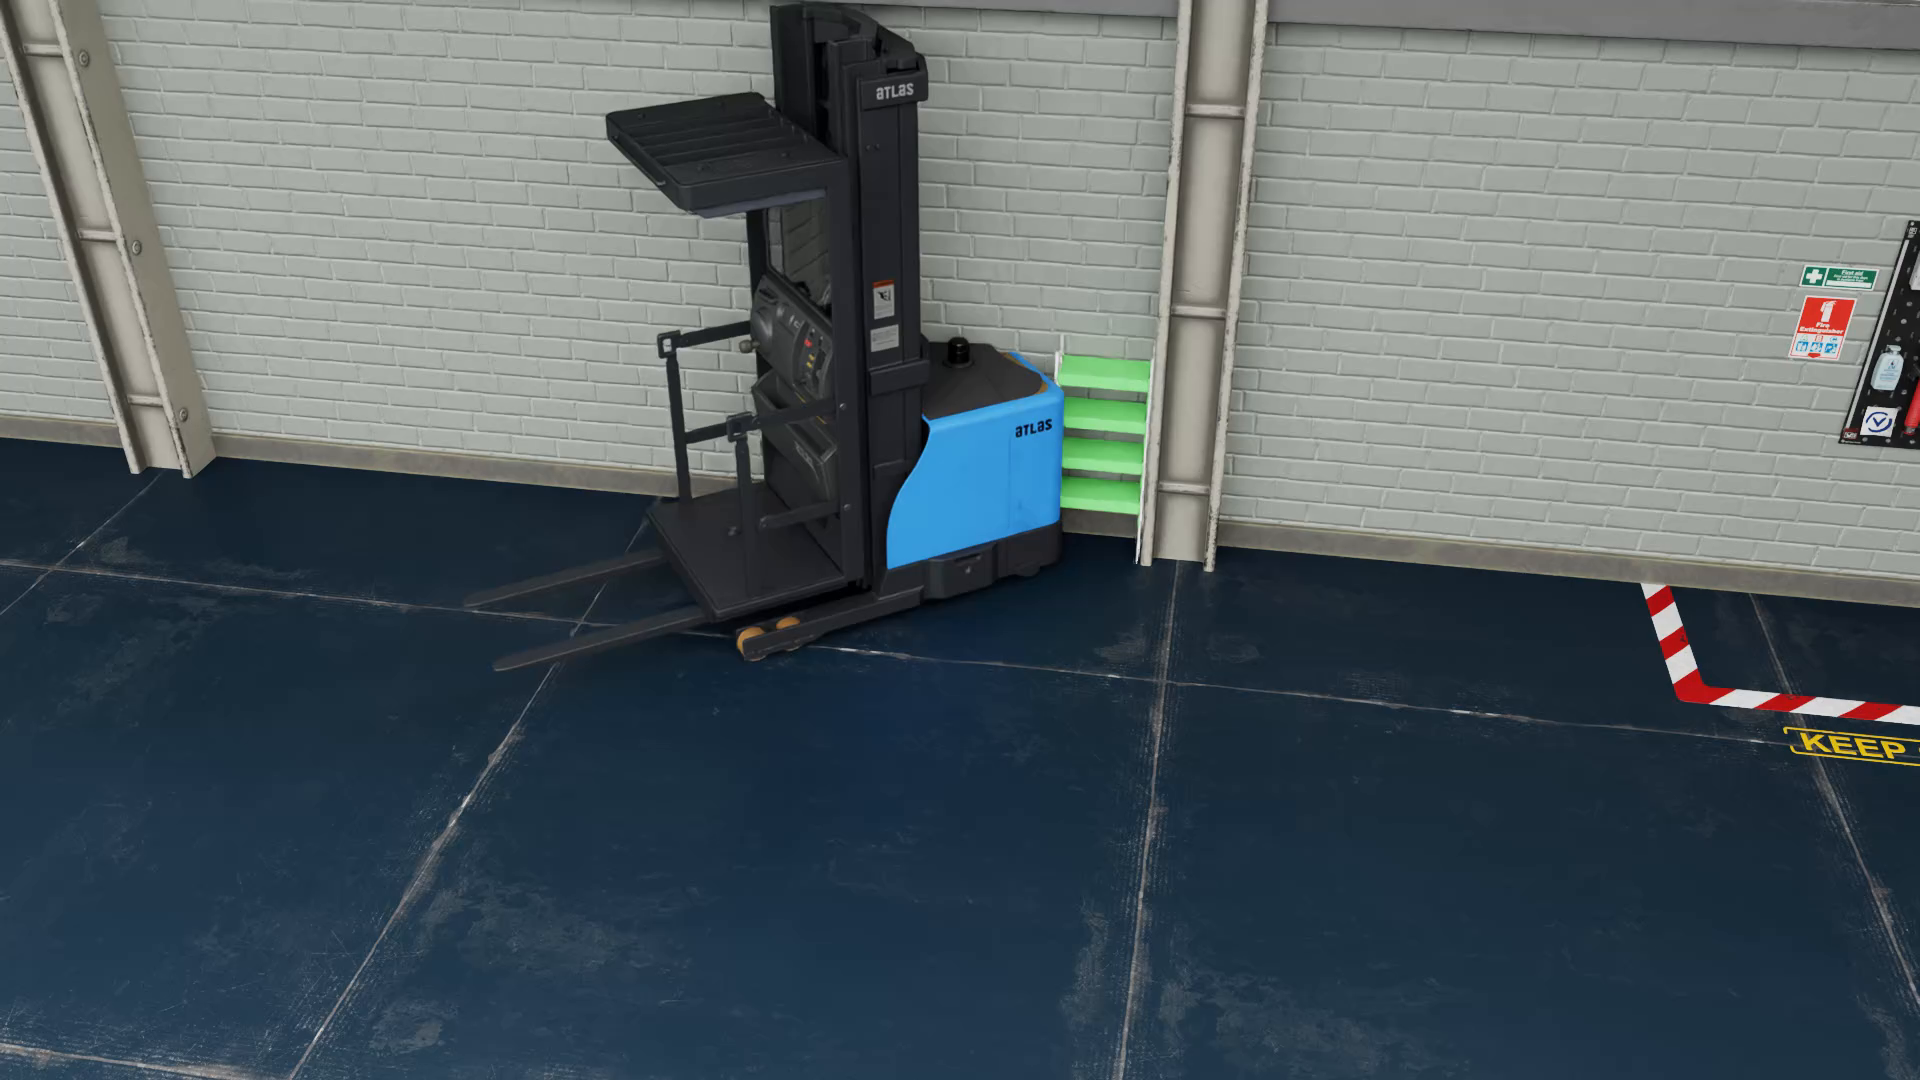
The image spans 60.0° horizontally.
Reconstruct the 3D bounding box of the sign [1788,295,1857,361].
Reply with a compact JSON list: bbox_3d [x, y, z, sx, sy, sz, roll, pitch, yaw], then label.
[{"bbox_3d":[4.159,-1.022,8.021,0.234,0.329,0.001,5,32,8],"label":"sign"}]

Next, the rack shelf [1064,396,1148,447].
[{"bbox_3d":[0.753,-0.632,8.789,0.480,0.148,0.258,6,31,8],"label":"rack shelf"}]

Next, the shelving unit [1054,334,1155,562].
[{"bbox_3d":[0.751,-0.481,8.879,0.503,1.200,0.258,6,31,8],"label":"shelving unit"}]

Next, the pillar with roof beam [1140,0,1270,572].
[{"bbox_3d":[0.477,-1.490,3.148,0.400,9.000,9.100,5,32,8],"label":"pillar with roof beam"}]

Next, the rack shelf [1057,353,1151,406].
[{"bbox_3d":[0.756,-0.839,8.667,0.480,0.148,0.258,6,31,8],"label":"rack shelf"}]

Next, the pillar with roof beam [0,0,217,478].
[{"bbox_3d":[-5.437,-2.025,4.004,0.400,9.000,9.100,5,32,8],"label":"pillar with roof beam"}]

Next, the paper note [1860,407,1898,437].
[{"bbox_3d":[4.523,-0.582,8.182,0.142,0.148,0.016,5,32,8],"label":"paper note"}]

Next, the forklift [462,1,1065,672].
[{"bbox_3d":[-1.001,-0.961,8.022,3.031,2.935,1.130,-15,35,-23],"label":"forklift"}]

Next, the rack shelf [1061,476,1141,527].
[{"bbox_3d":[0.747,-0.219,9.034,0.480,0.148,0.258,6,31,8],"label":"rack shelf"}]

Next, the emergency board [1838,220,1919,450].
[{"bbox_3d":[4.681,-0.913,7.882,0.626,1.169,0.157,5,32,8],"label":"emergency board"}]

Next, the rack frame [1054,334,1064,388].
[{"bbox_3d":[0.510,-0.504,8.913,0.015,1.200,0.240,6,31,8],"label":"rack frame"}]

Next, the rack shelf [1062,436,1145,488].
[{"bbox_3d":[0.750,-0.426,8.911,0.480,0.148,0.258,6,31,8],"label":"rack shelf"}]

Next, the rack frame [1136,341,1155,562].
[{"bbox_3d":[0.991,-0.458,8.845,0.015,1.200,0.240,6,31,8],"label":"rack frame"}]

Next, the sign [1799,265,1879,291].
[{"bbox_3d":[4.162,-1.241,7.873,0.331,0.109,0.001,5,32,8],"label":"sign"}]
